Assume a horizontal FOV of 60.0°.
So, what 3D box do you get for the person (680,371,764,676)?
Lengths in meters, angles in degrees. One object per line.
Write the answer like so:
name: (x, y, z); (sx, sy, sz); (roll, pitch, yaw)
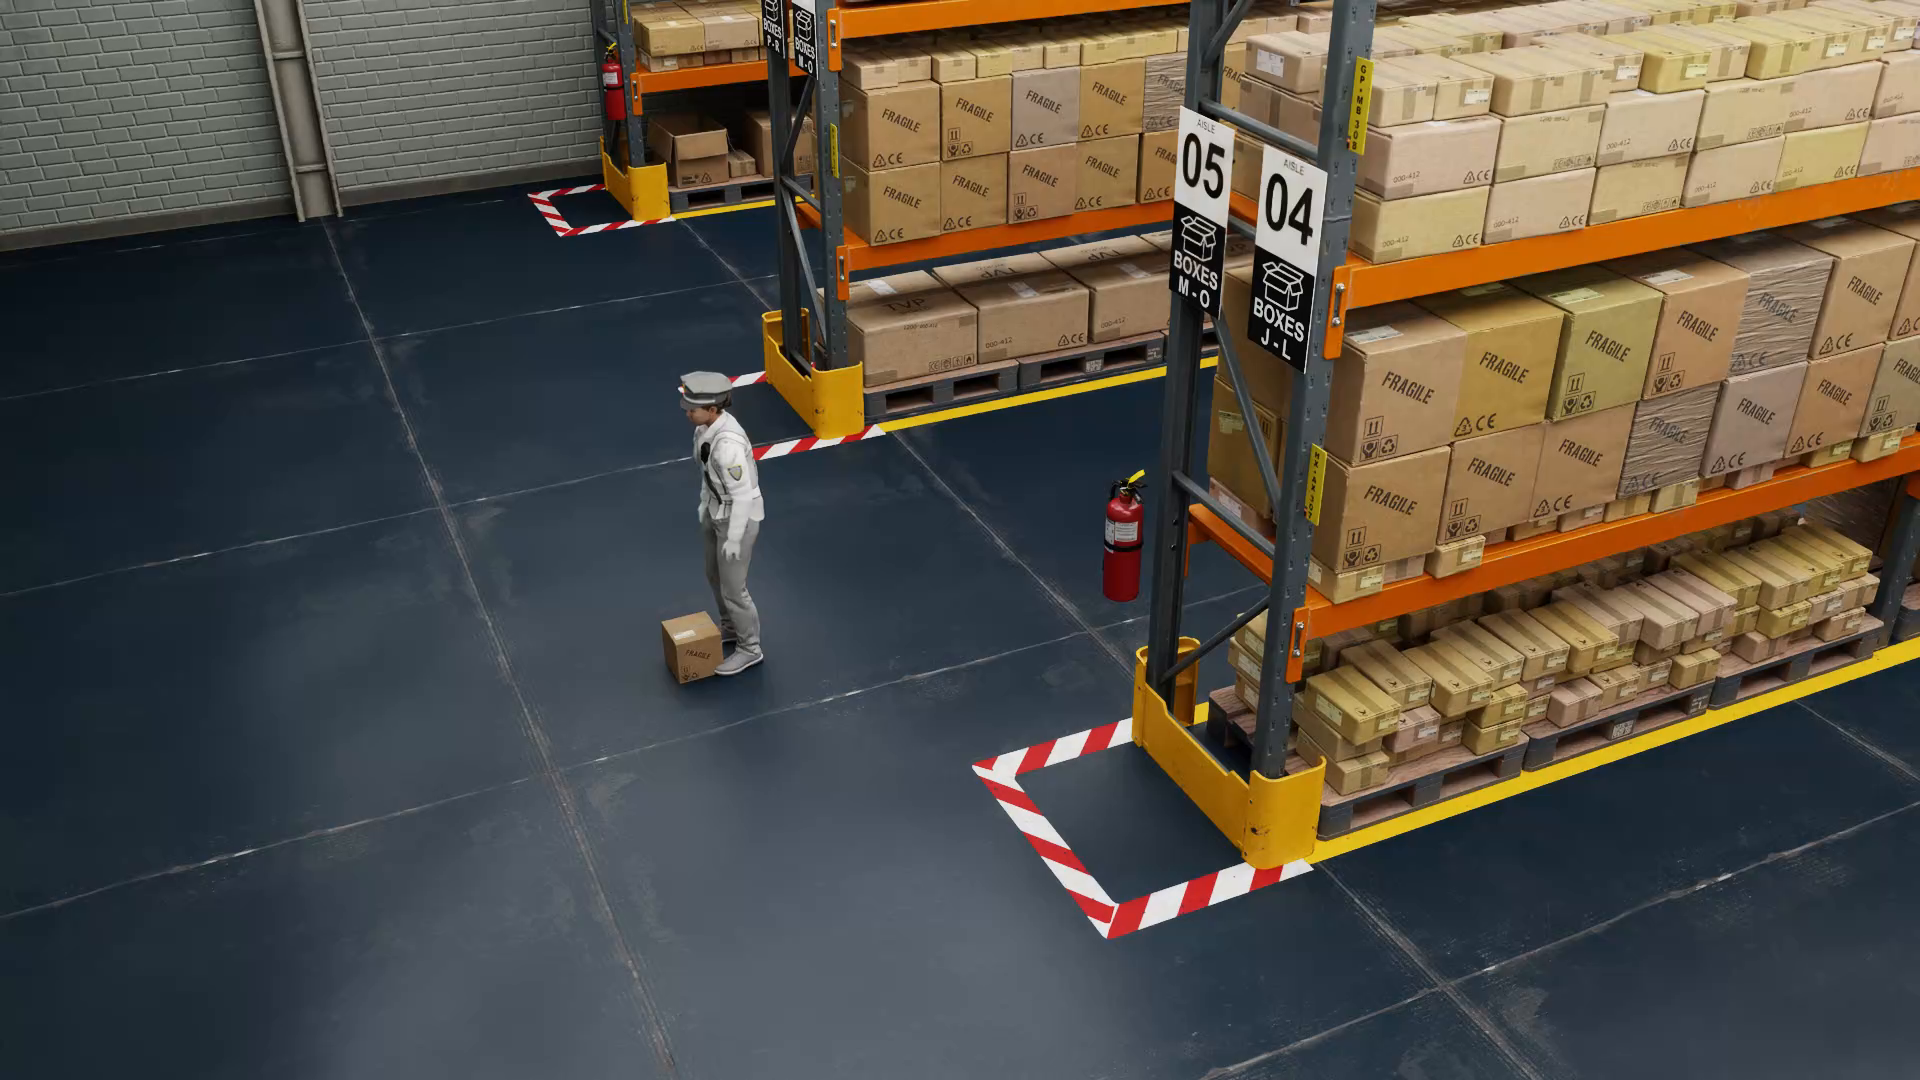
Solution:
person: (-1.214, -0.098, 8.613); (0.372, 1.664, 0.528); (-13, 32, -22)
